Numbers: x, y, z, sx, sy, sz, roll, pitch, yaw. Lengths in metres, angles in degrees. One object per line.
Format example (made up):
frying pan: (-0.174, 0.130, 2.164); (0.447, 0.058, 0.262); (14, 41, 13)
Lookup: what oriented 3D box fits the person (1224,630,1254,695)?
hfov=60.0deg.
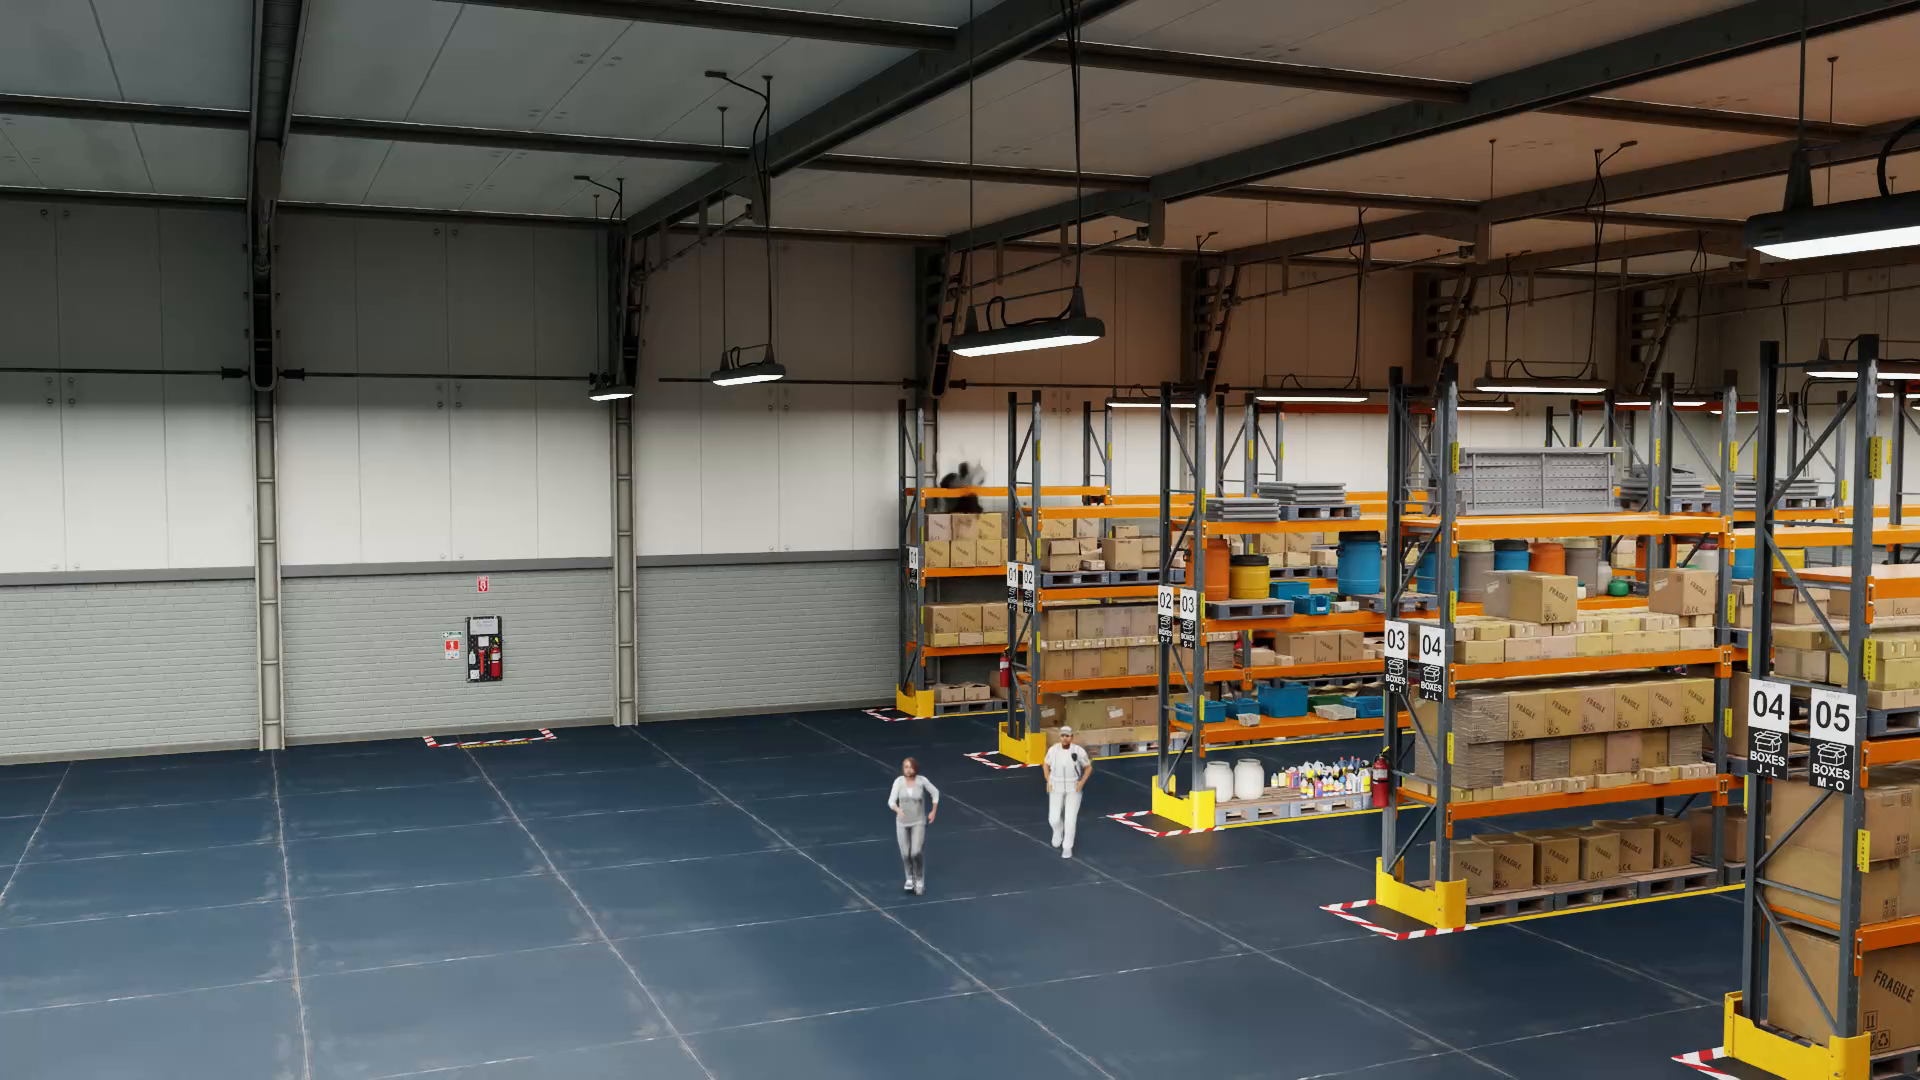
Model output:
person: (5.260, 2.470, 31.151); (0.885, 1.772, 0.649); (-2, 4, -29)

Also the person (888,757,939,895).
person: (-0.540, 3.260, 18.939); (0.558, 1.592, 0.639); (0, 3, 7)

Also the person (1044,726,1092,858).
person: (1.347, 3.135, 20.844); (0.621, 1.636, 0.549); (1, 3, 9)
